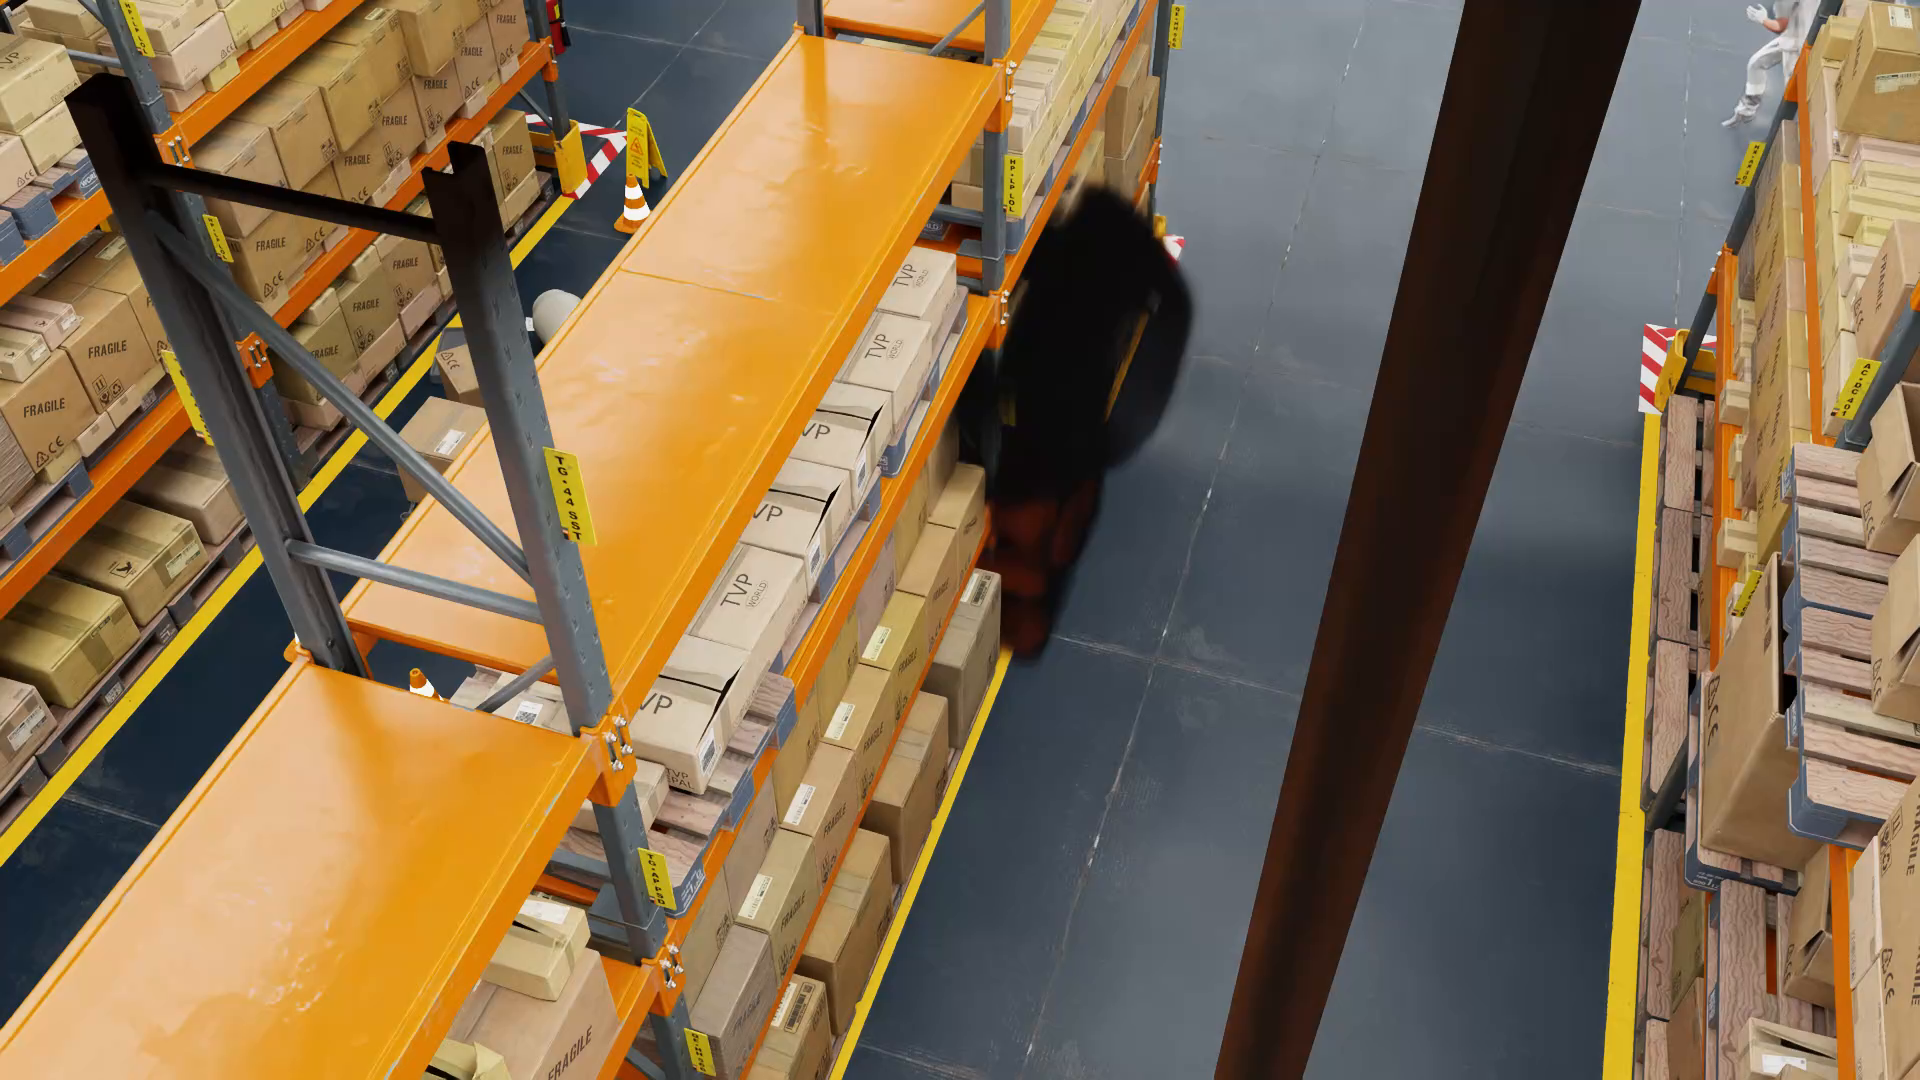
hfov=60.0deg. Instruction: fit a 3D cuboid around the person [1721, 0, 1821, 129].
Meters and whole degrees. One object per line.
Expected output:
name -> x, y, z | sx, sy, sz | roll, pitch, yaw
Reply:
person -> 7.066, -4.112, 14.017 | 1.034, 1.727, 0.712 | 31, 53, 26
